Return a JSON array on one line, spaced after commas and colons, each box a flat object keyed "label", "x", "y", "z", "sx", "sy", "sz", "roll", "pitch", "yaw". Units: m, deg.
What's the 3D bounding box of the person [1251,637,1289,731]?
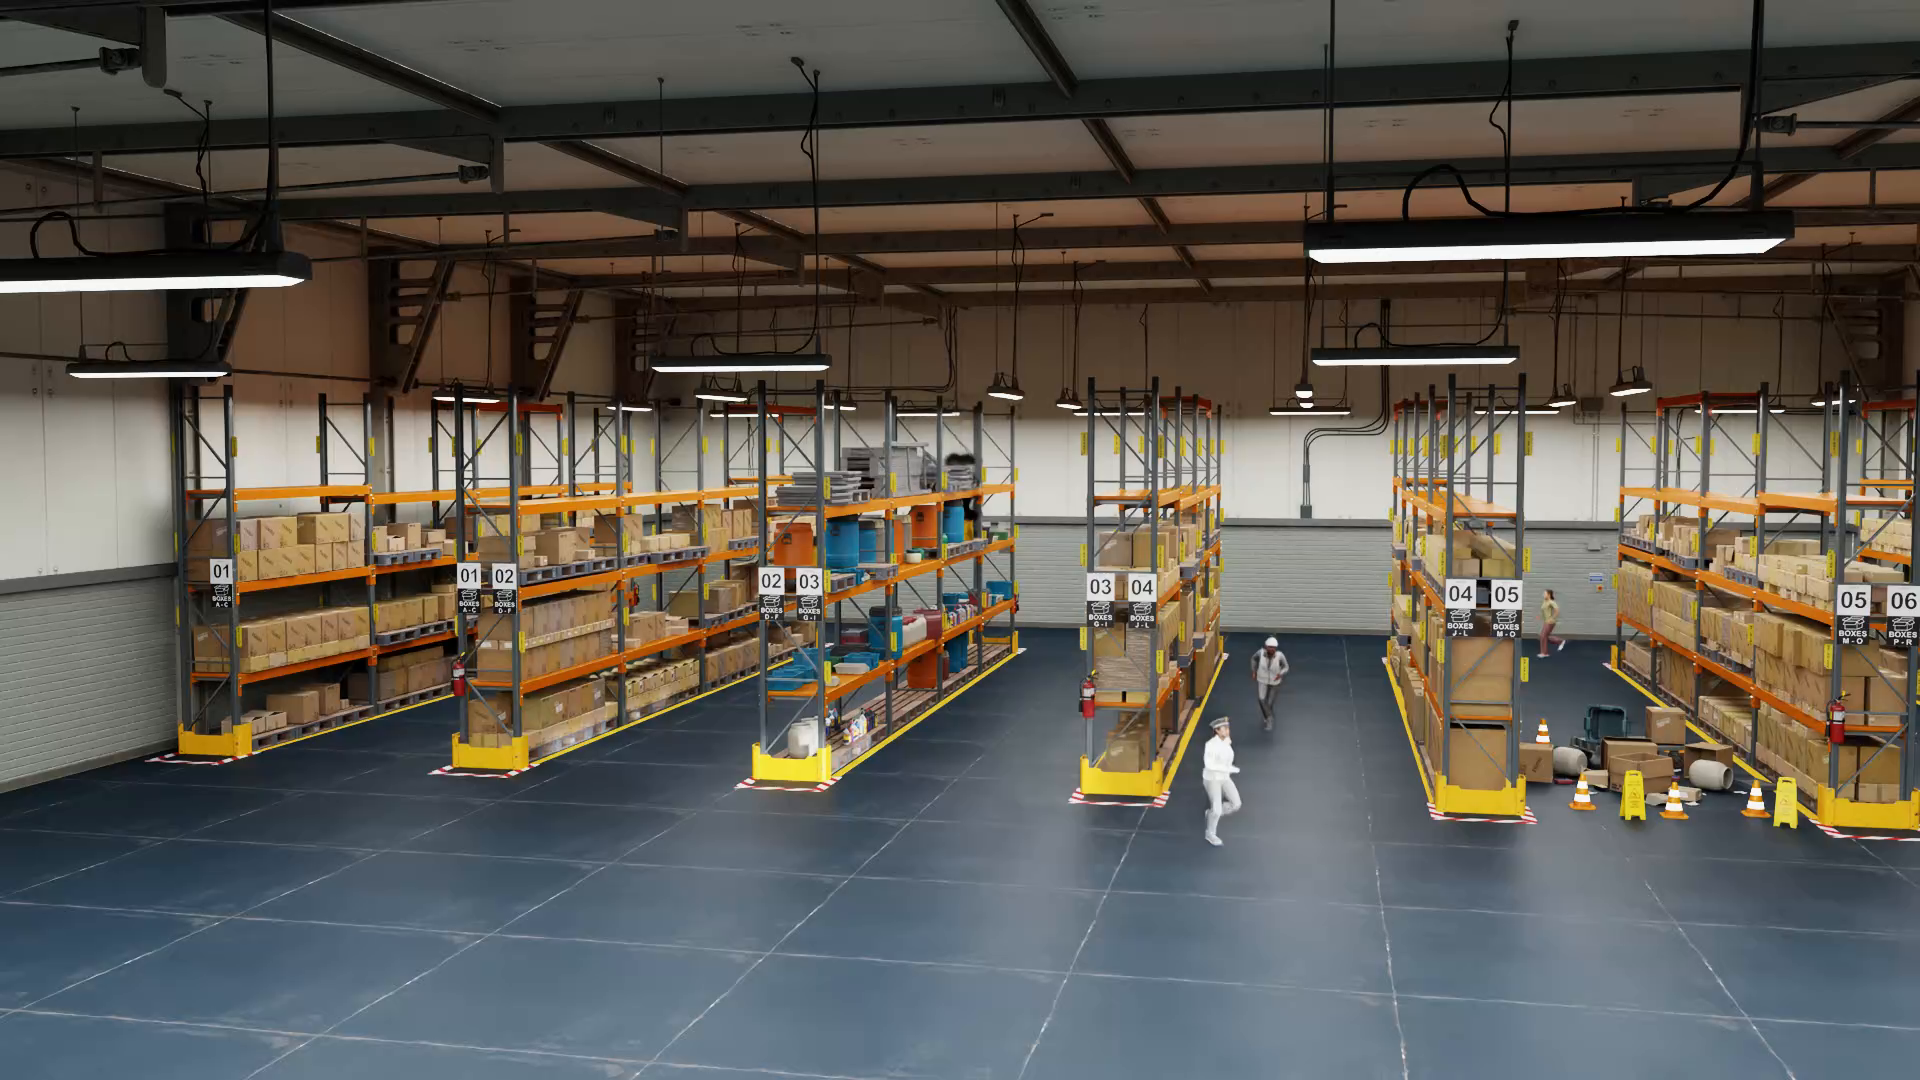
[{"label": "person", "x": 5.521, "y": 2.535, "z": 29.641, "sx": 0.664, "sy": 1.689, "sz": 0.984, "roll": 0, "pitch": 3, "yaw": 8}]

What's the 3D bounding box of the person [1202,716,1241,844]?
[{"label": "person", "x": 3.304, "y": 3.015, "z": 20.857, "sx": 0.652, "sy": 1.645, "sz": 0.622, "roll": -3, "pitch": 4, "yaw": -42}]

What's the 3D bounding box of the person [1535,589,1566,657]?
[{"label": "person", "x": 14.110, "y": 1.979, "z": 39.603, "sx": 0.720, "sy": 1.626, "sz": 0.572, "roll": 0, "pitch": 3, "yaw": -3}]
